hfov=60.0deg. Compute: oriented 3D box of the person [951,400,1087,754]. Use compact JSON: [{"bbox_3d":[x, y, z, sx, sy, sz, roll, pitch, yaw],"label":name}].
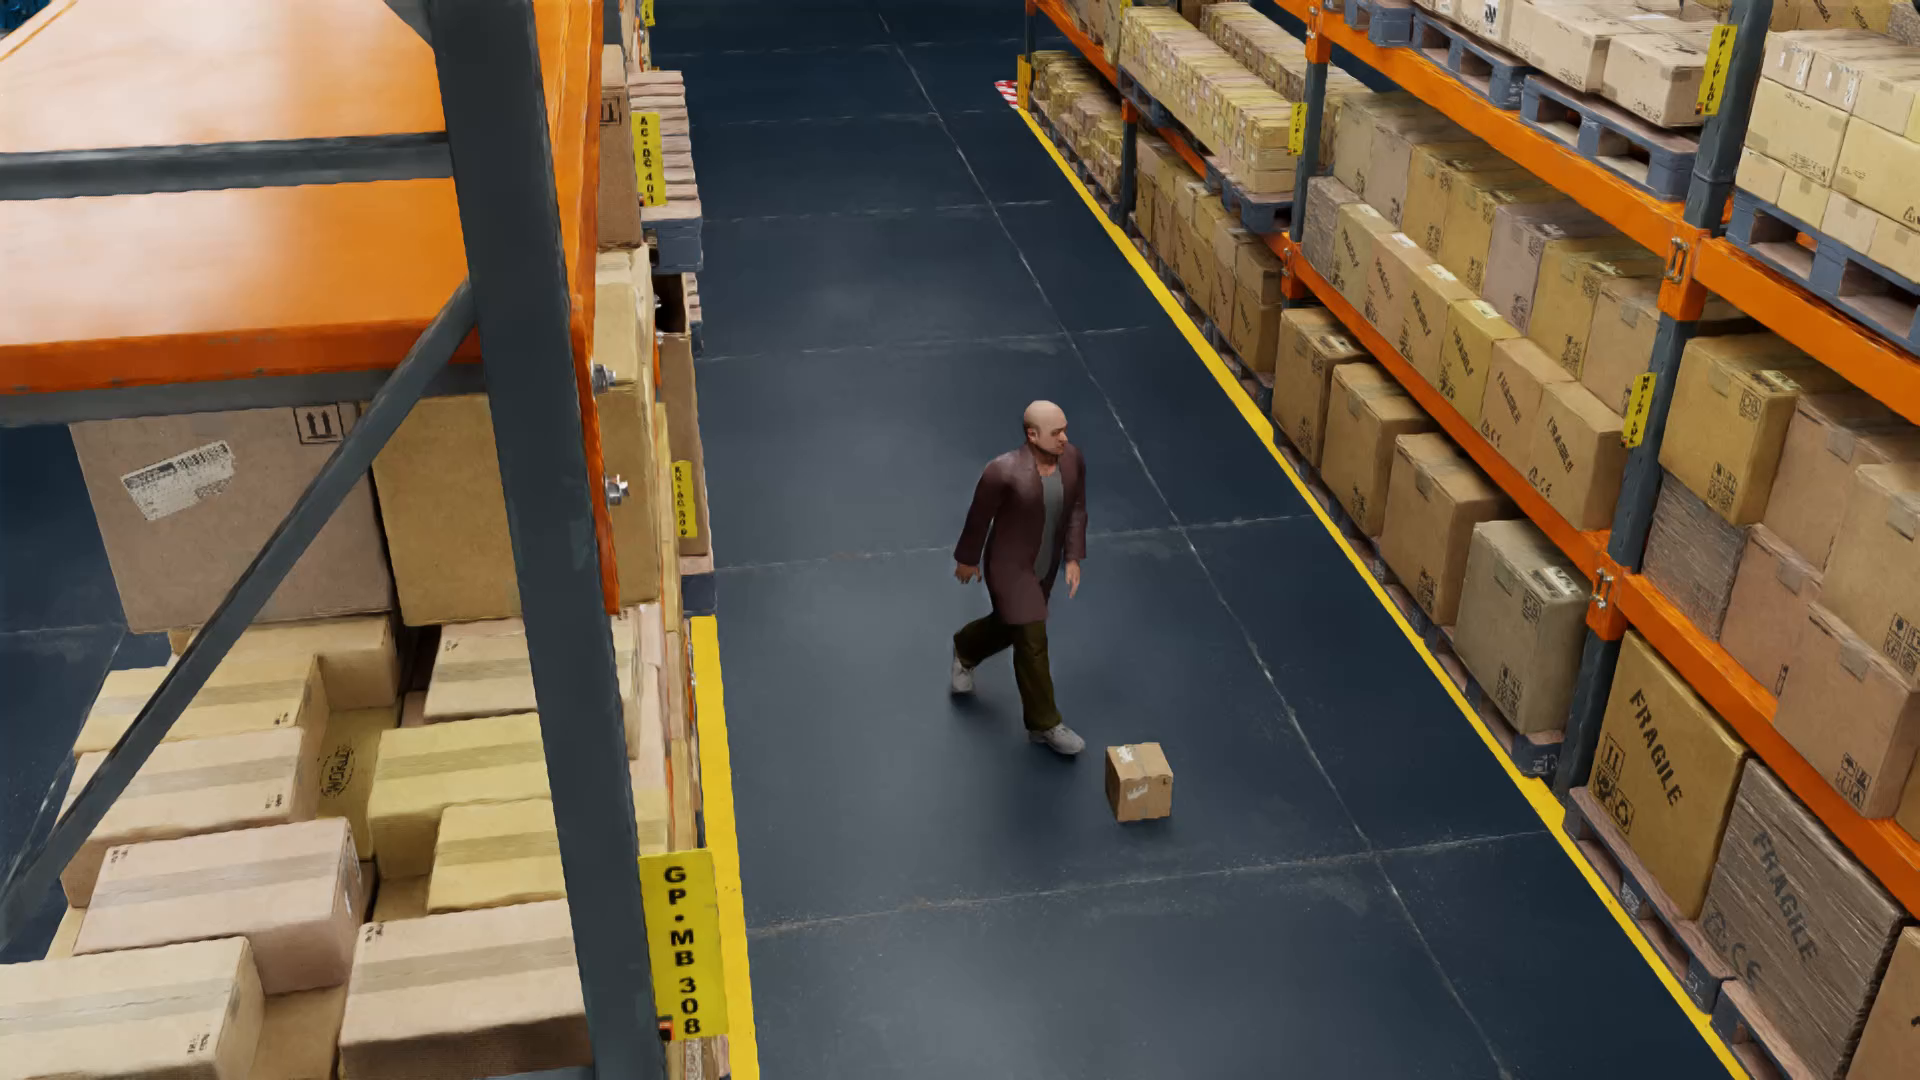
[{"bbox_3d":[0.329,0.104,7.999,0.595,1.738,1.039,-22,37,-33],"label":"person"}]
